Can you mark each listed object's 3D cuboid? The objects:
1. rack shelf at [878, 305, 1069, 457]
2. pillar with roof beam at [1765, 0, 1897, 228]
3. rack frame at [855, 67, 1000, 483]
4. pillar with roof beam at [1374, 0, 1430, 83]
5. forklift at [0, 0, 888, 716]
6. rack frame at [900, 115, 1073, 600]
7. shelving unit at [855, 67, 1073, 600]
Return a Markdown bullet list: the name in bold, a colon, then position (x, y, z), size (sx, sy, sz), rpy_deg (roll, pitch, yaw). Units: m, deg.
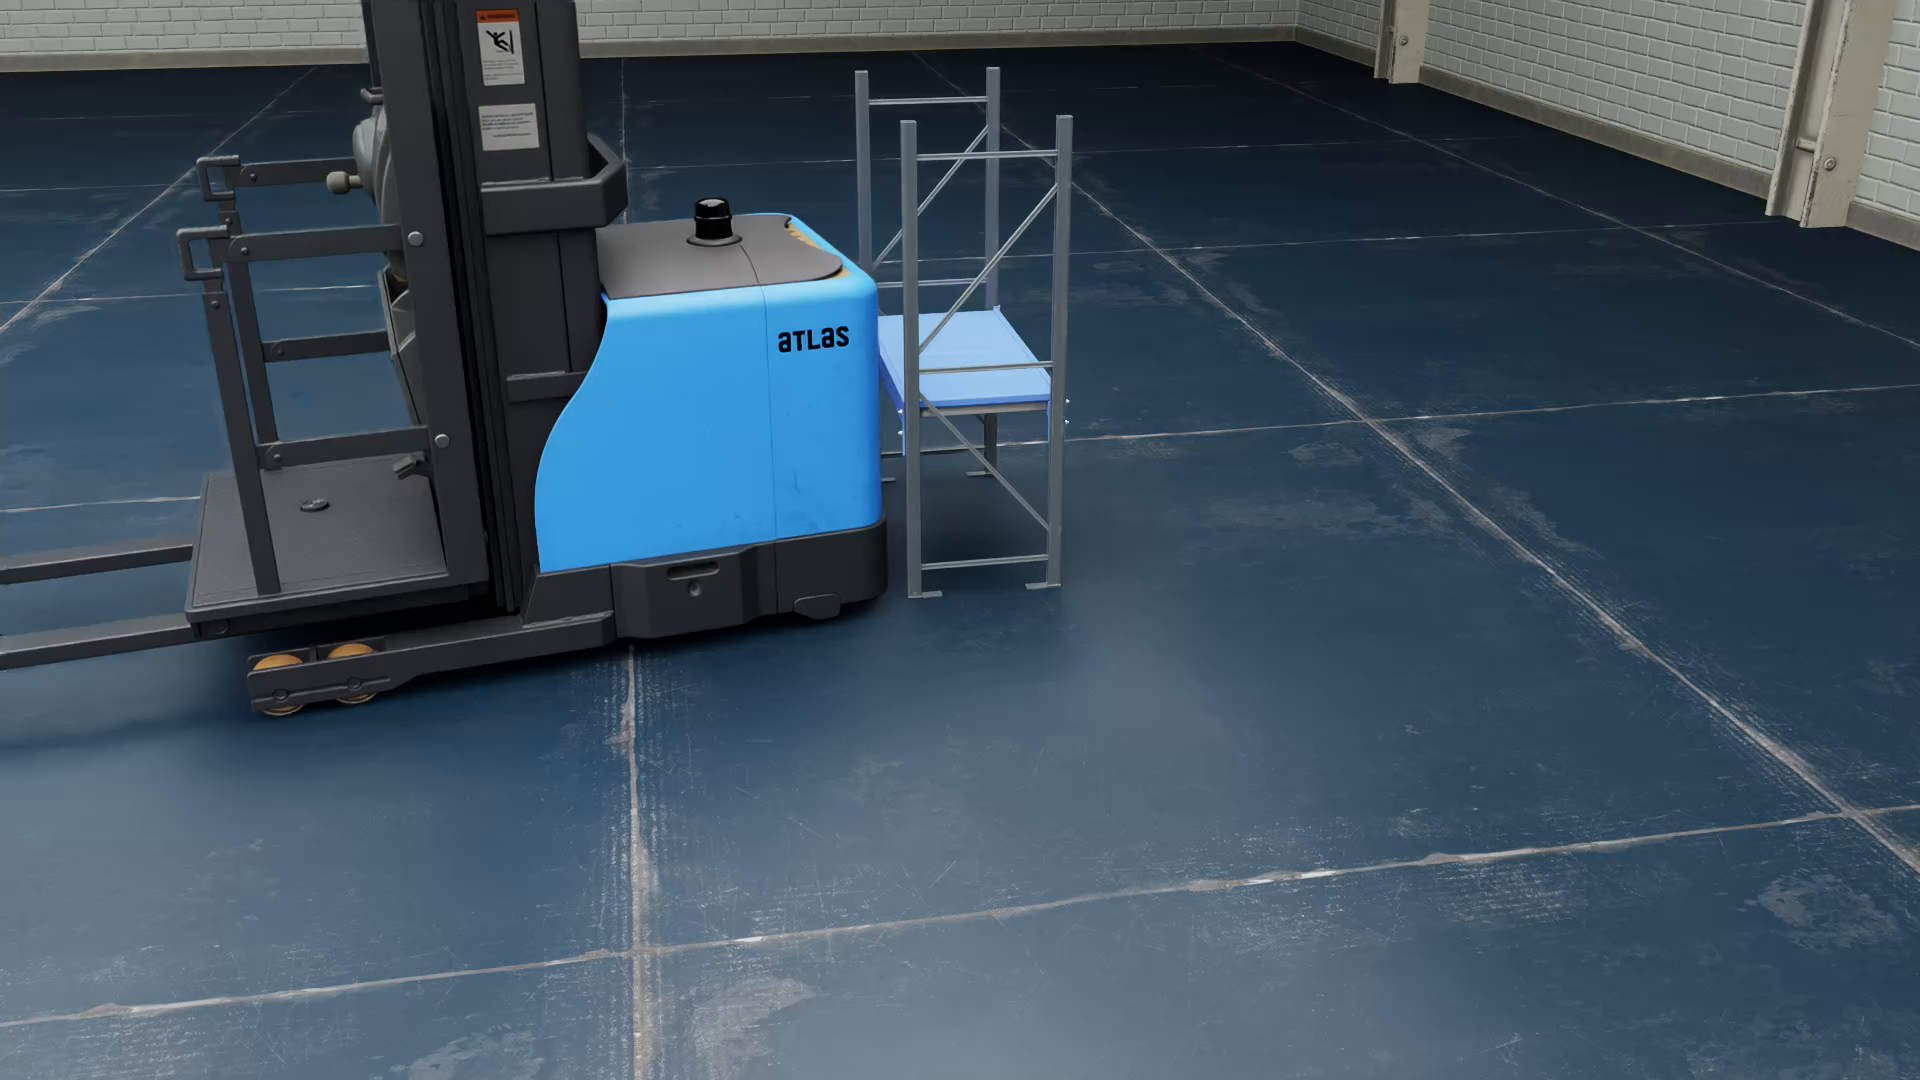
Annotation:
- **rack shelf**: position (-0.016, -0.556, 5.599), size (0.538, 0.185, 1.000), rpy_deg (-4, 24, -10)
- **pillar with roof beam**: position (1.006, -5.787, 7.757), size (9.100, 9.000, 0.400), rpy_deg (-4, 24, -10)
- **rack frame**: position (-0.110, -0.921, 5.984), size (0.500, 1.500, 0.032), rpy_deg (-4, 24, -10)
- **pillar with roof beam**: position (-0.103, -8.147, 13.161), size (9.100, 9.000, 0.400), rpy_deg (-4, 24, -10)
- **forklift**: position (-1.800, -1.093, 4.590), size (3.031, 2.935, 1.130), rpy_deg (-8, 25, -18)
- **rack frame**: position (0.078, -0.521, 5.069), size (0.500, 1.500, 0.032), rpy_deg (-4, 24, -10)
- **shelving unit**: position (-0.016, -0.721, 5.527), size (0.538, 1.500, 1.048), rpy_deg (-4, 24, -10)
